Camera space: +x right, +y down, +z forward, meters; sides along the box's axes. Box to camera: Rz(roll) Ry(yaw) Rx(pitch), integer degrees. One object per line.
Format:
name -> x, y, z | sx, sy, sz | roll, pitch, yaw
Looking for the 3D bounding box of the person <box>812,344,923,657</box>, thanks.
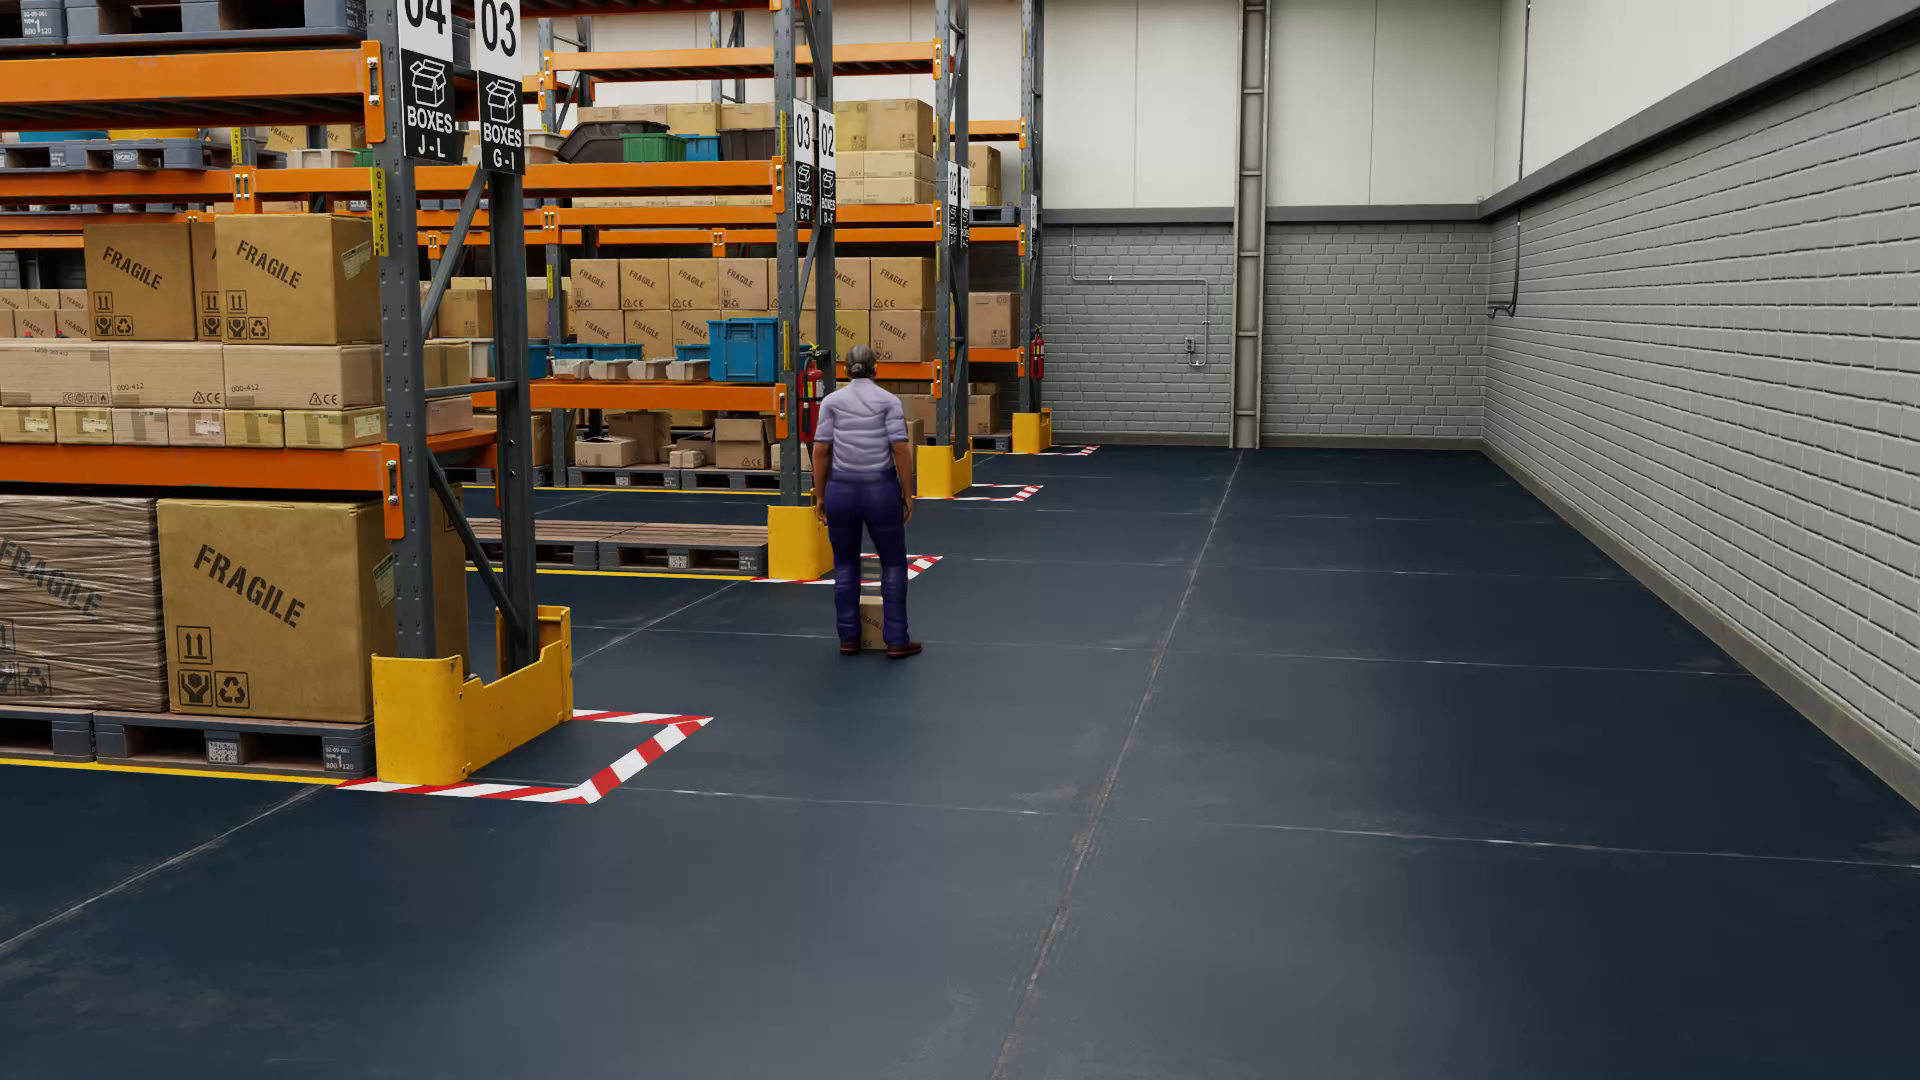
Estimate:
person -> -0.492, -0.210, 8.830 | 0.562, 1.651, 0.426 | 1, 8, 8
